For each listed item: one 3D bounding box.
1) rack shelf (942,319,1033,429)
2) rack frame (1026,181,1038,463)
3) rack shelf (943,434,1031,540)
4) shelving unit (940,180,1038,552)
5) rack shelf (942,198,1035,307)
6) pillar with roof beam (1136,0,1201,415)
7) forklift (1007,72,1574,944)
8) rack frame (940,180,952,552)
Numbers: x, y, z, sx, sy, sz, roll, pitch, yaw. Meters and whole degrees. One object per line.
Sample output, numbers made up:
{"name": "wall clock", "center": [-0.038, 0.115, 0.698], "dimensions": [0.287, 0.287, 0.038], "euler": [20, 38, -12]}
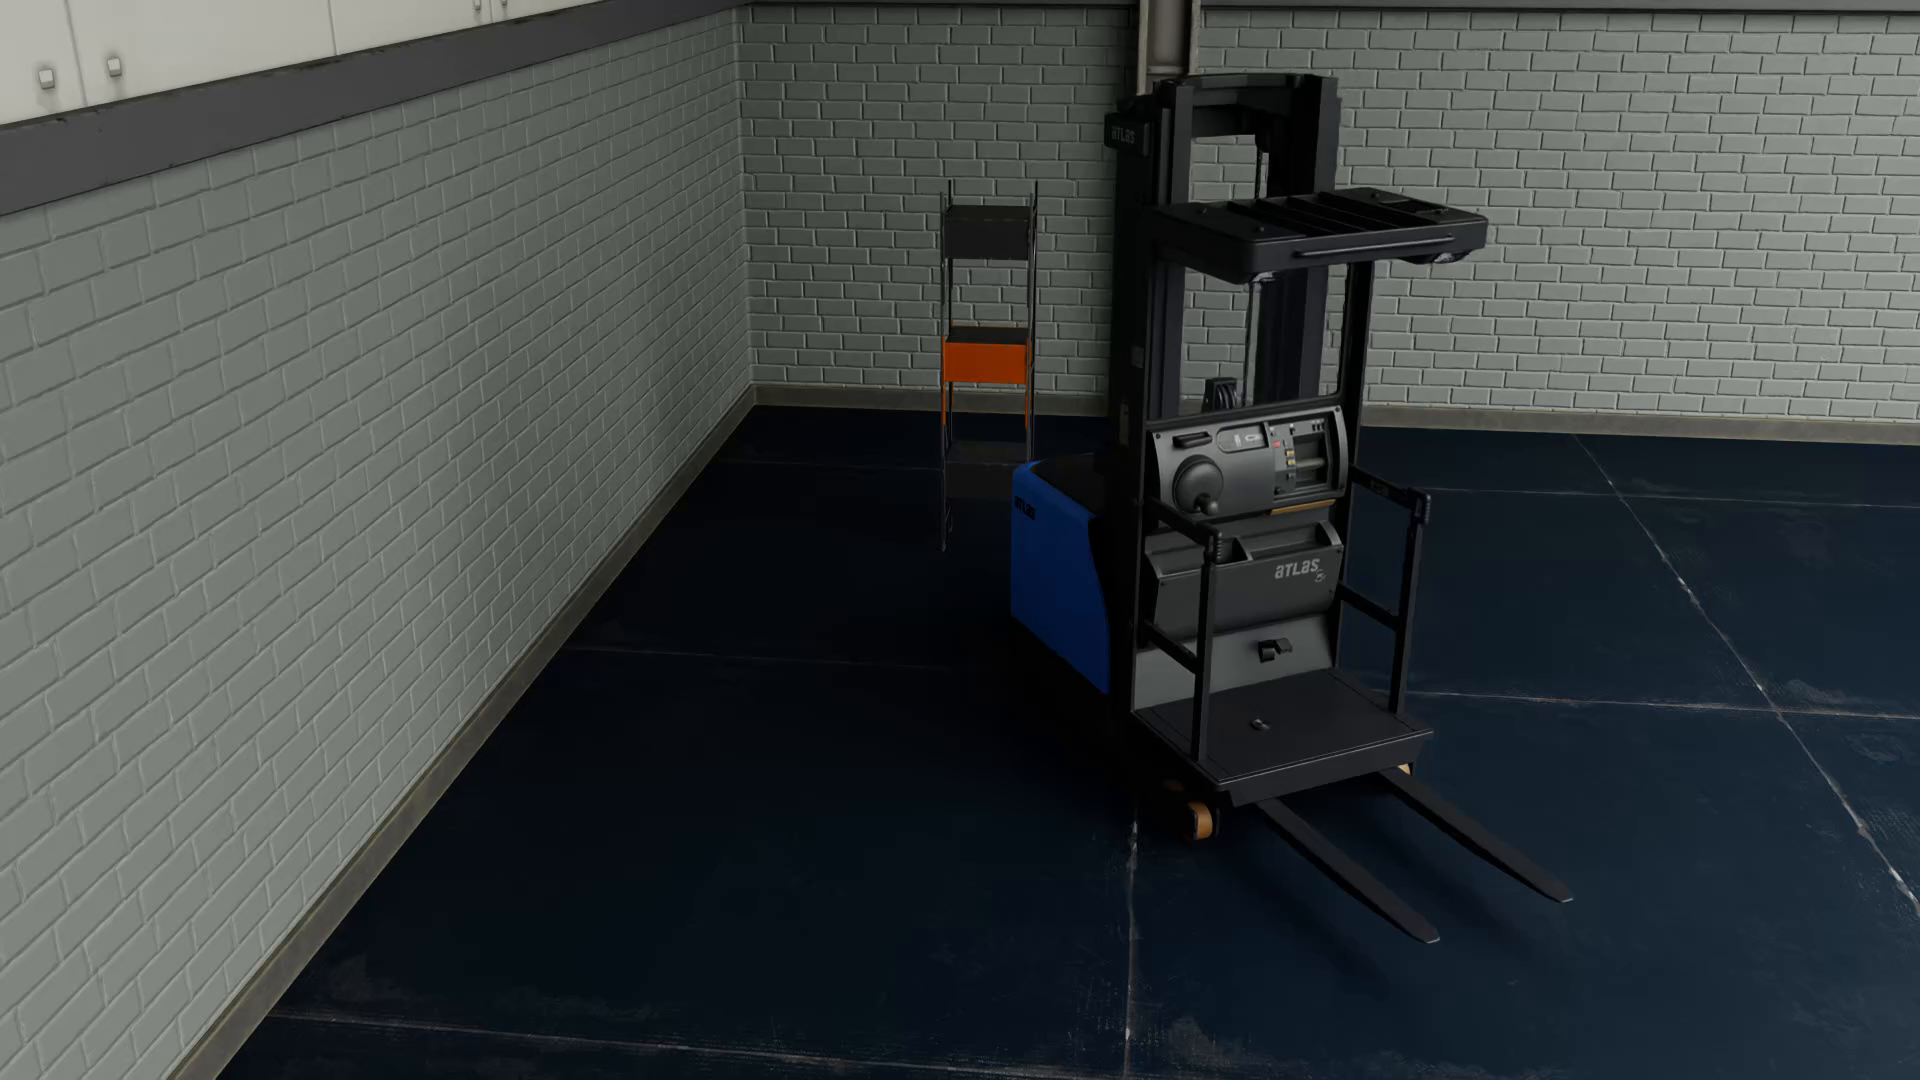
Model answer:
{"name": "rack shelf", "center": [0.164, -0.957, 9.541], "dimensions": [0.480, 0.518, 0.431], "euler": [2, 22, 6]}
{"name": "rack frame", "center": [0.407, -0.959, 9.509], "dimensions": [0.015, 2.100, 0.400], "euler": [2, 22, 6]}
{"name": "rack shelf", "center": [0.164, -0.306, 9.798], "dimensions": [0.480, 0.518, 0.431], "euler": [2, 22, 6]}
{"name": "shelving unit", "center": [0.164, -0.969, 9.536], "dimensions": [0.503, 2.100, 0.431], "euler": [2, 22, 6]}
{"name": "rack shelf", "center": [0.164, -1.608, 9.283], "dimensions": [0.480, 0.518, 0.431], "euler": [2, 22, 6]}
{"name": "pillar with roof beam", "center": [0.883, -3.459, 6.450], "dimensions": [0.400, 9.000, 9.100], "euler": [2, 22, 6]}
{"name": "forklift", "center": [1.302, -0.310, 6.736], "dimensions": [1.130, 2.935, 3.031], "euler": [-9, 23, -23]}
{"name": "rack frame", "center": [-0.078, -0.980, 9.562], "dimensions": [0.015, 2.100, 0.400], "euler": [2, 22, 6]}
